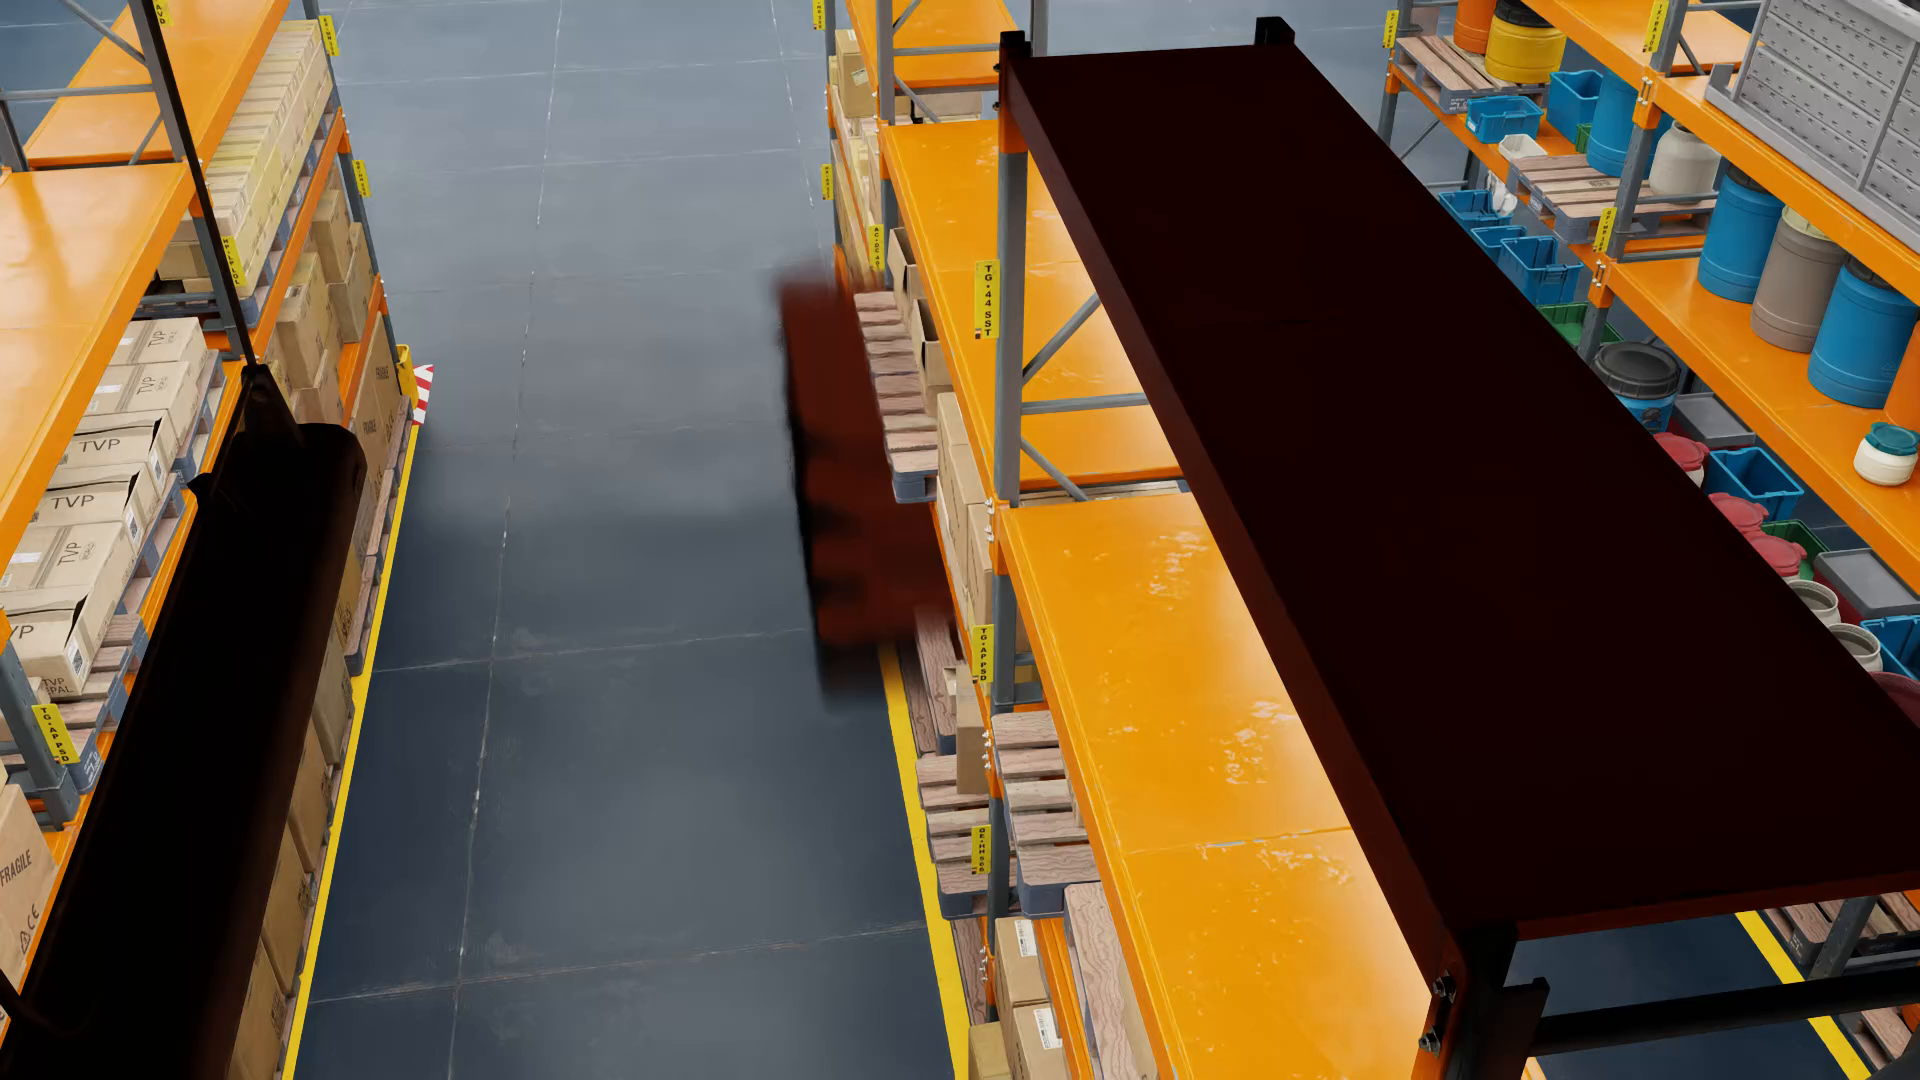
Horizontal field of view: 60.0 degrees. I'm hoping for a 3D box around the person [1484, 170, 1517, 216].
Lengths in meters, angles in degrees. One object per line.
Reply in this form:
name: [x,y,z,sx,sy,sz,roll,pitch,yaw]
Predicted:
person: [5.361,-3.306,16.536,0.770,1.655,0.535,15,39,20]
